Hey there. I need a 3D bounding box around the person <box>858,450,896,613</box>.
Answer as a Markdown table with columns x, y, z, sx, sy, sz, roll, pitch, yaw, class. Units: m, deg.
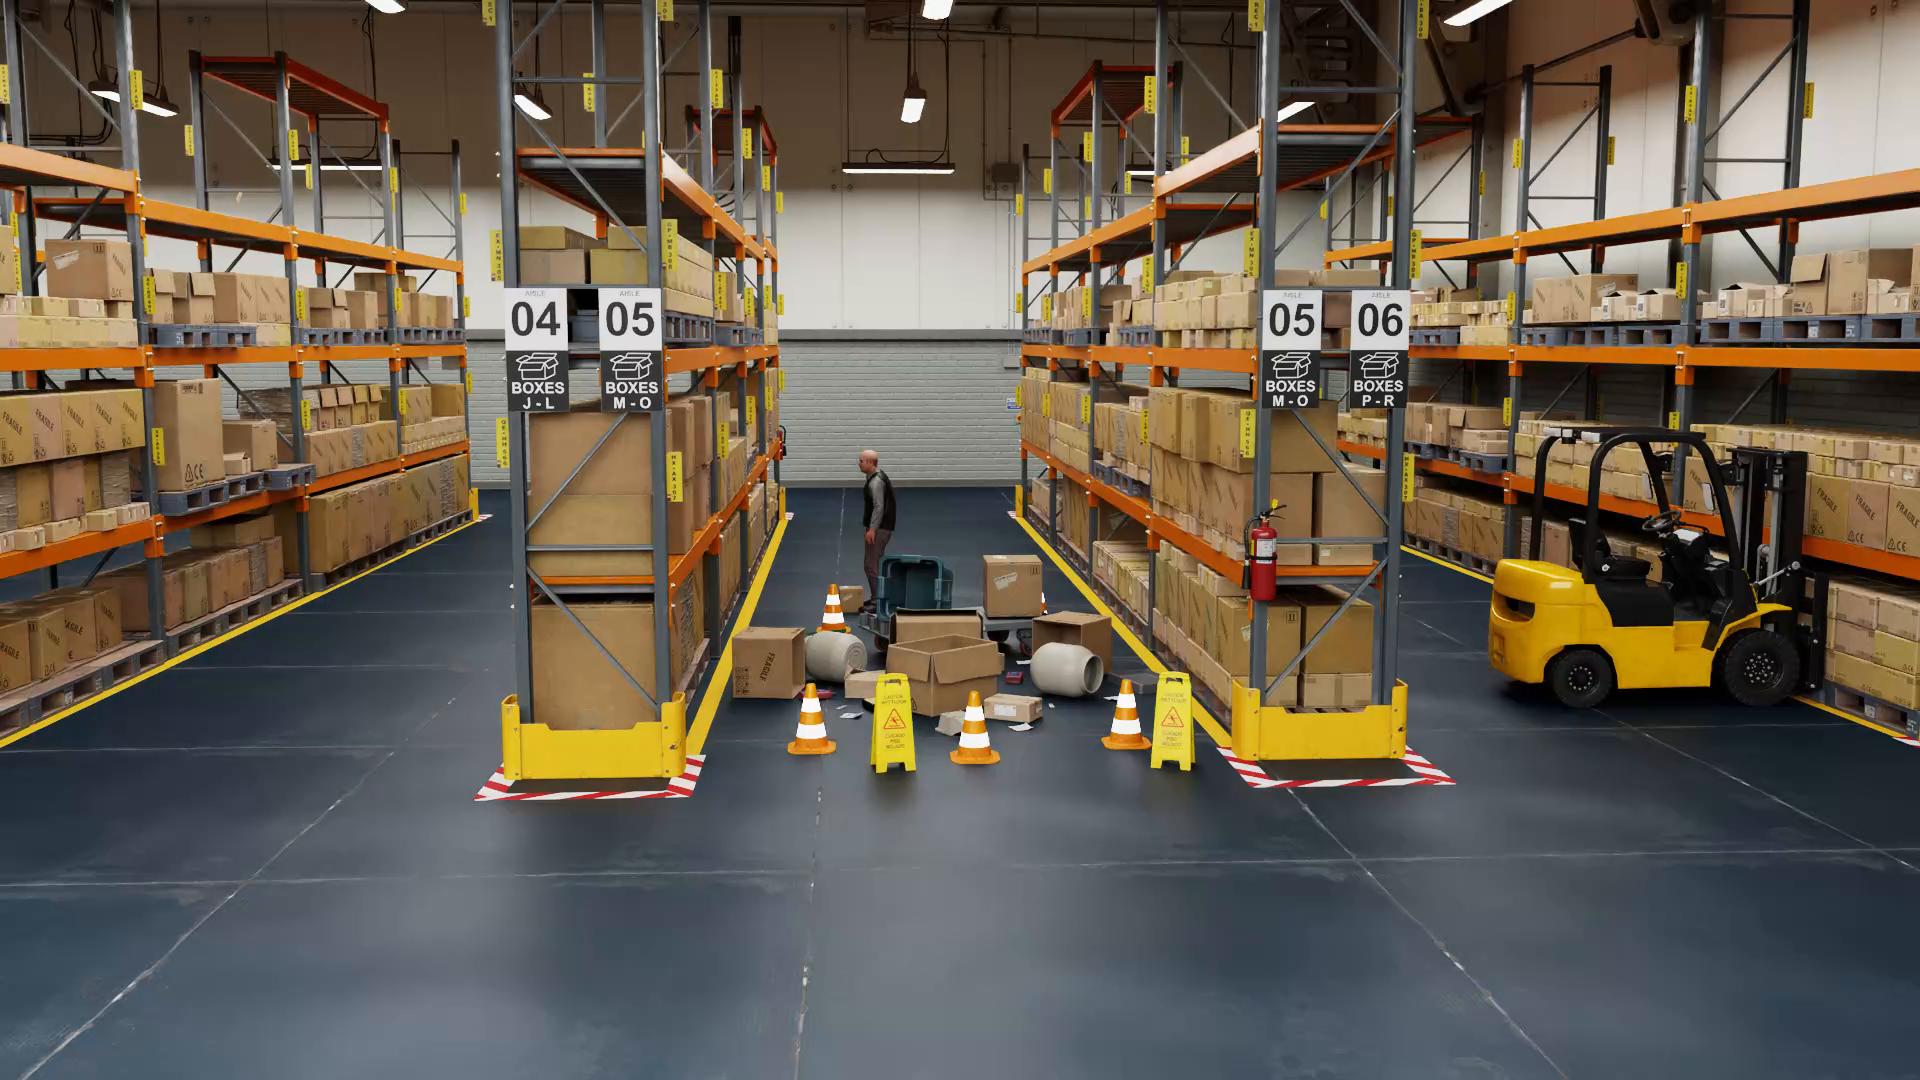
| x | y | z | sx | sy | sz | roll | pitch | yaw | class |
| --- | --- | --- | --- | --- | --- | --- | --- | --- | --- |
| -0.885 | -0.103 | 17.702 | 0.418 | 1.721 | 0.581 | 0 | 7 | -3 | person |
